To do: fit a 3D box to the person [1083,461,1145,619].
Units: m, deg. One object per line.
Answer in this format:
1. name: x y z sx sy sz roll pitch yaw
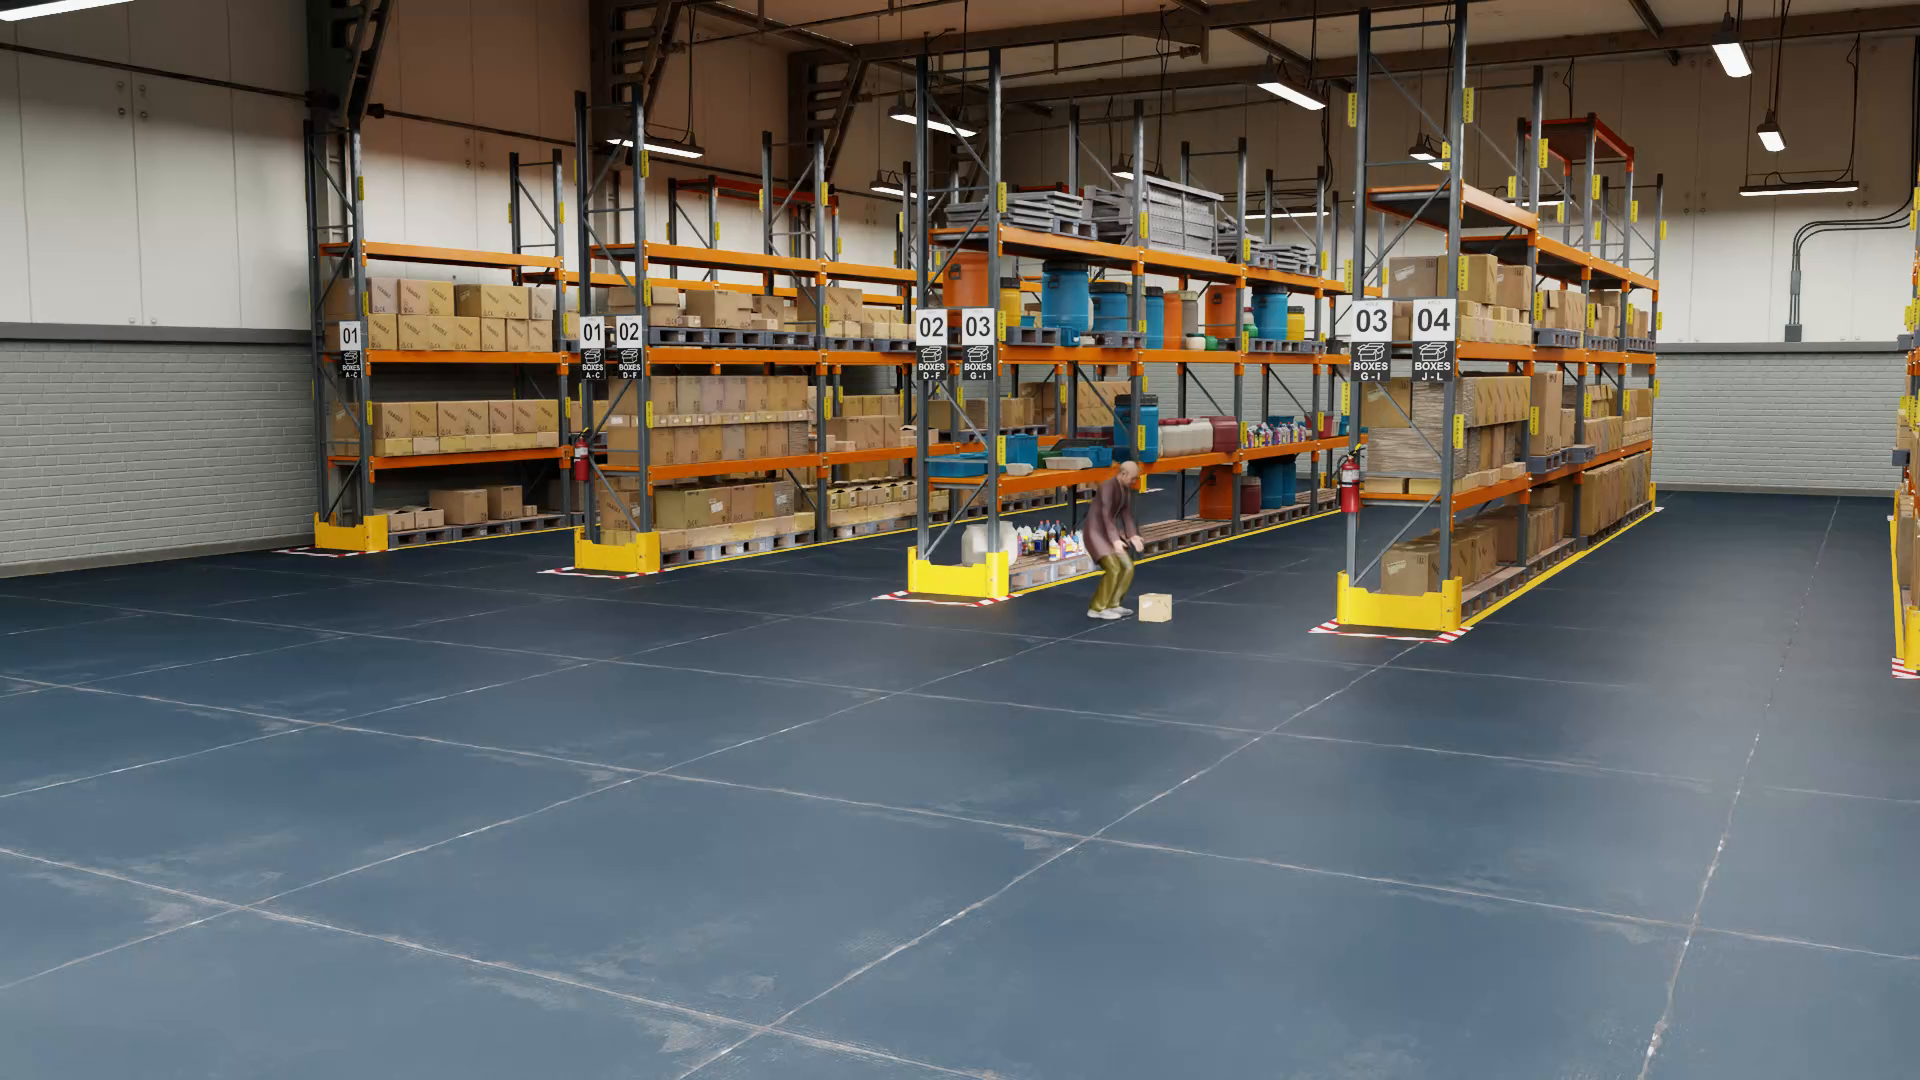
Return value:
1. person: 1.560 -0.013 17.058 0.564 1.611 0.620 3 7 29
